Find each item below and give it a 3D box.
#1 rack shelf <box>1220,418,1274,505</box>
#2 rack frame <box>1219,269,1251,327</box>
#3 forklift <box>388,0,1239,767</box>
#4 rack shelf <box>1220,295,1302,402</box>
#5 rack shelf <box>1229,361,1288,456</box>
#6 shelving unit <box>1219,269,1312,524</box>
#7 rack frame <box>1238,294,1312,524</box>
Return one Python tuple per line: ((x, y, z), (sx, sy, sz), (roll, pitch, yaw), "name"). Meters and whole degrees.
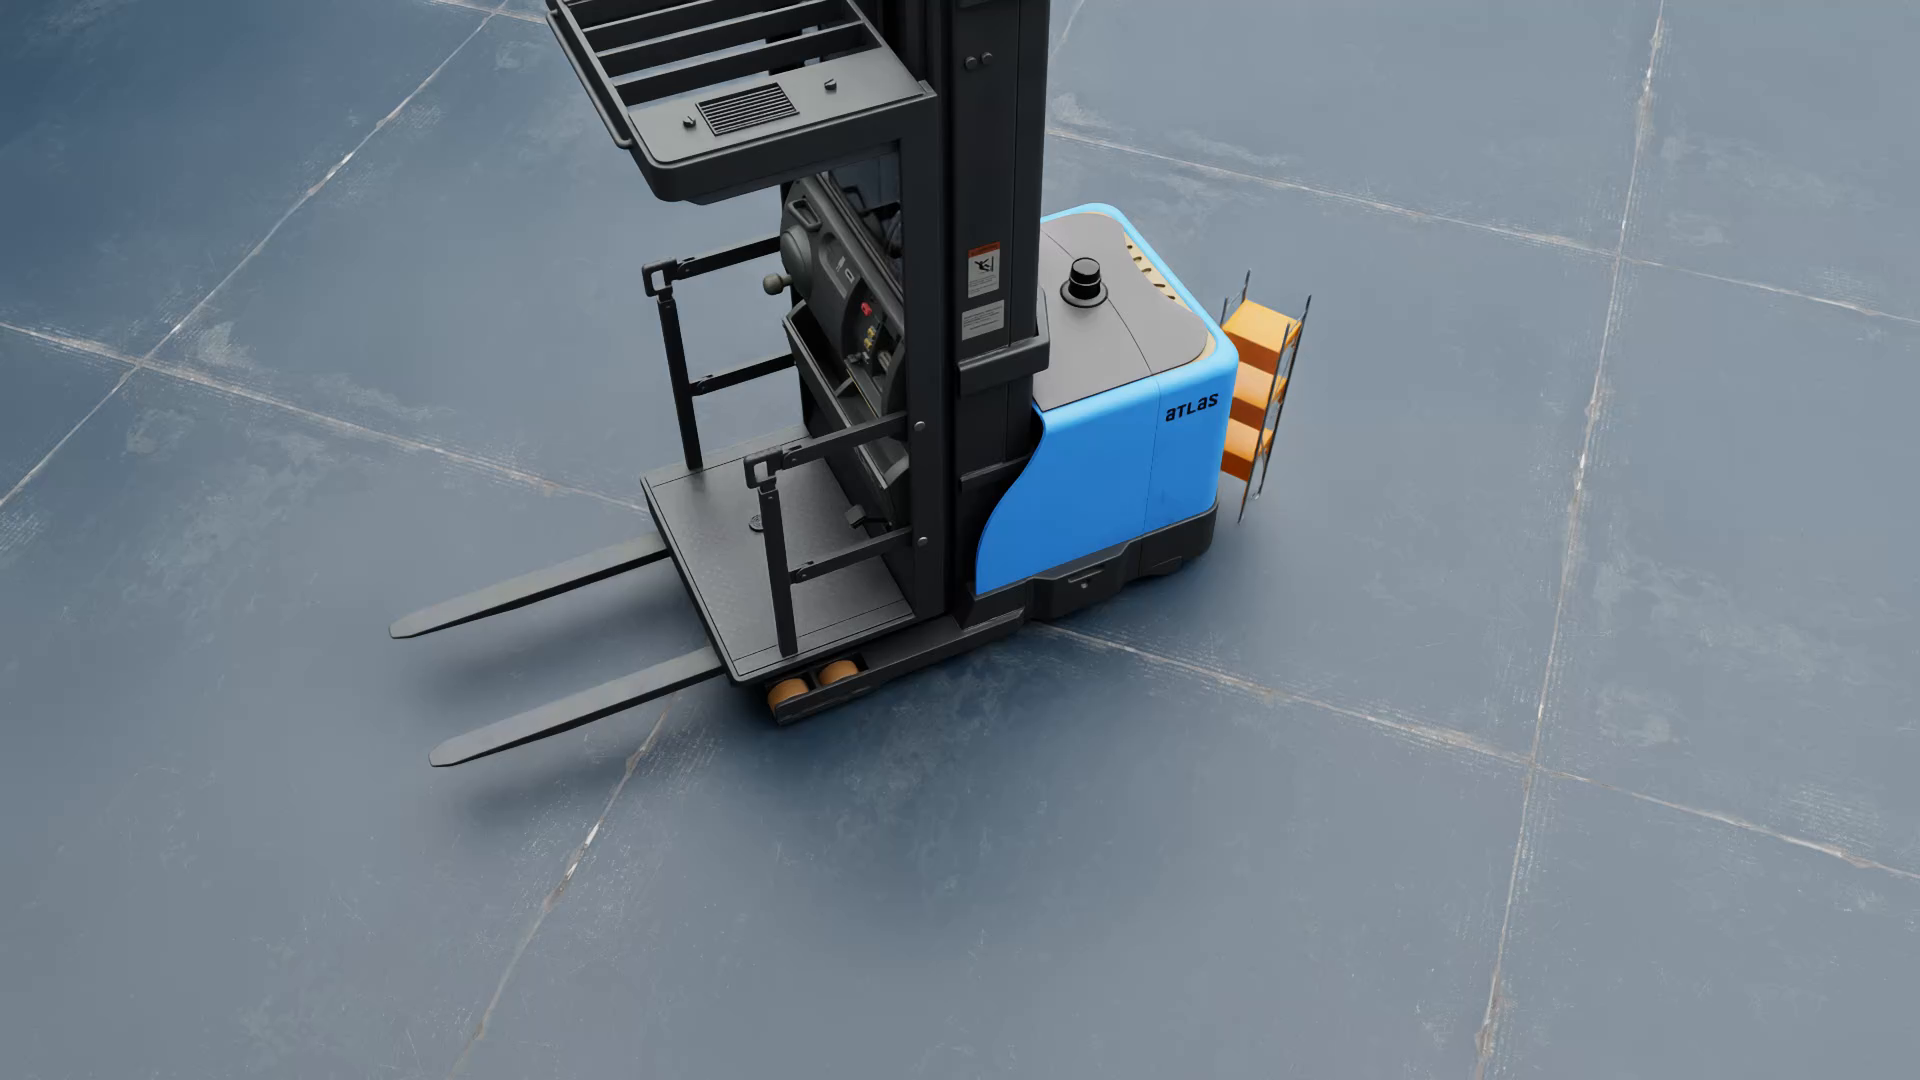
((1.077, -0.337, 6.585), (0.240, 0.259, 0.215), (27, 52, 19), "rack shelf")
((0.986, -0.581, 6.411), (0.008, 1.050, 0.200), (27, 52, 19), "rack frame")
((-0.569, -0.758, 5.334), (3.031, 2.935, 1.130), (-20, 52, -16), "forklift")
((1.101, -0.711, 6.167), (0.240, 0.259, 0.215), (27, 52, 19), "rack shelf")
((1.089, -0.522, 6.378), (0.240, 0.259, 0.215), (27, 52, 19), "rack shelf")
((1.089, -0.529, 6.371), (0.252, 1.050, 0.215), (27, 52, 19), "shelving unit")
((1.192, -0.477, 6.330), (0.008, 1.050, 0.200), (27, 52, 19), "rack frame")
